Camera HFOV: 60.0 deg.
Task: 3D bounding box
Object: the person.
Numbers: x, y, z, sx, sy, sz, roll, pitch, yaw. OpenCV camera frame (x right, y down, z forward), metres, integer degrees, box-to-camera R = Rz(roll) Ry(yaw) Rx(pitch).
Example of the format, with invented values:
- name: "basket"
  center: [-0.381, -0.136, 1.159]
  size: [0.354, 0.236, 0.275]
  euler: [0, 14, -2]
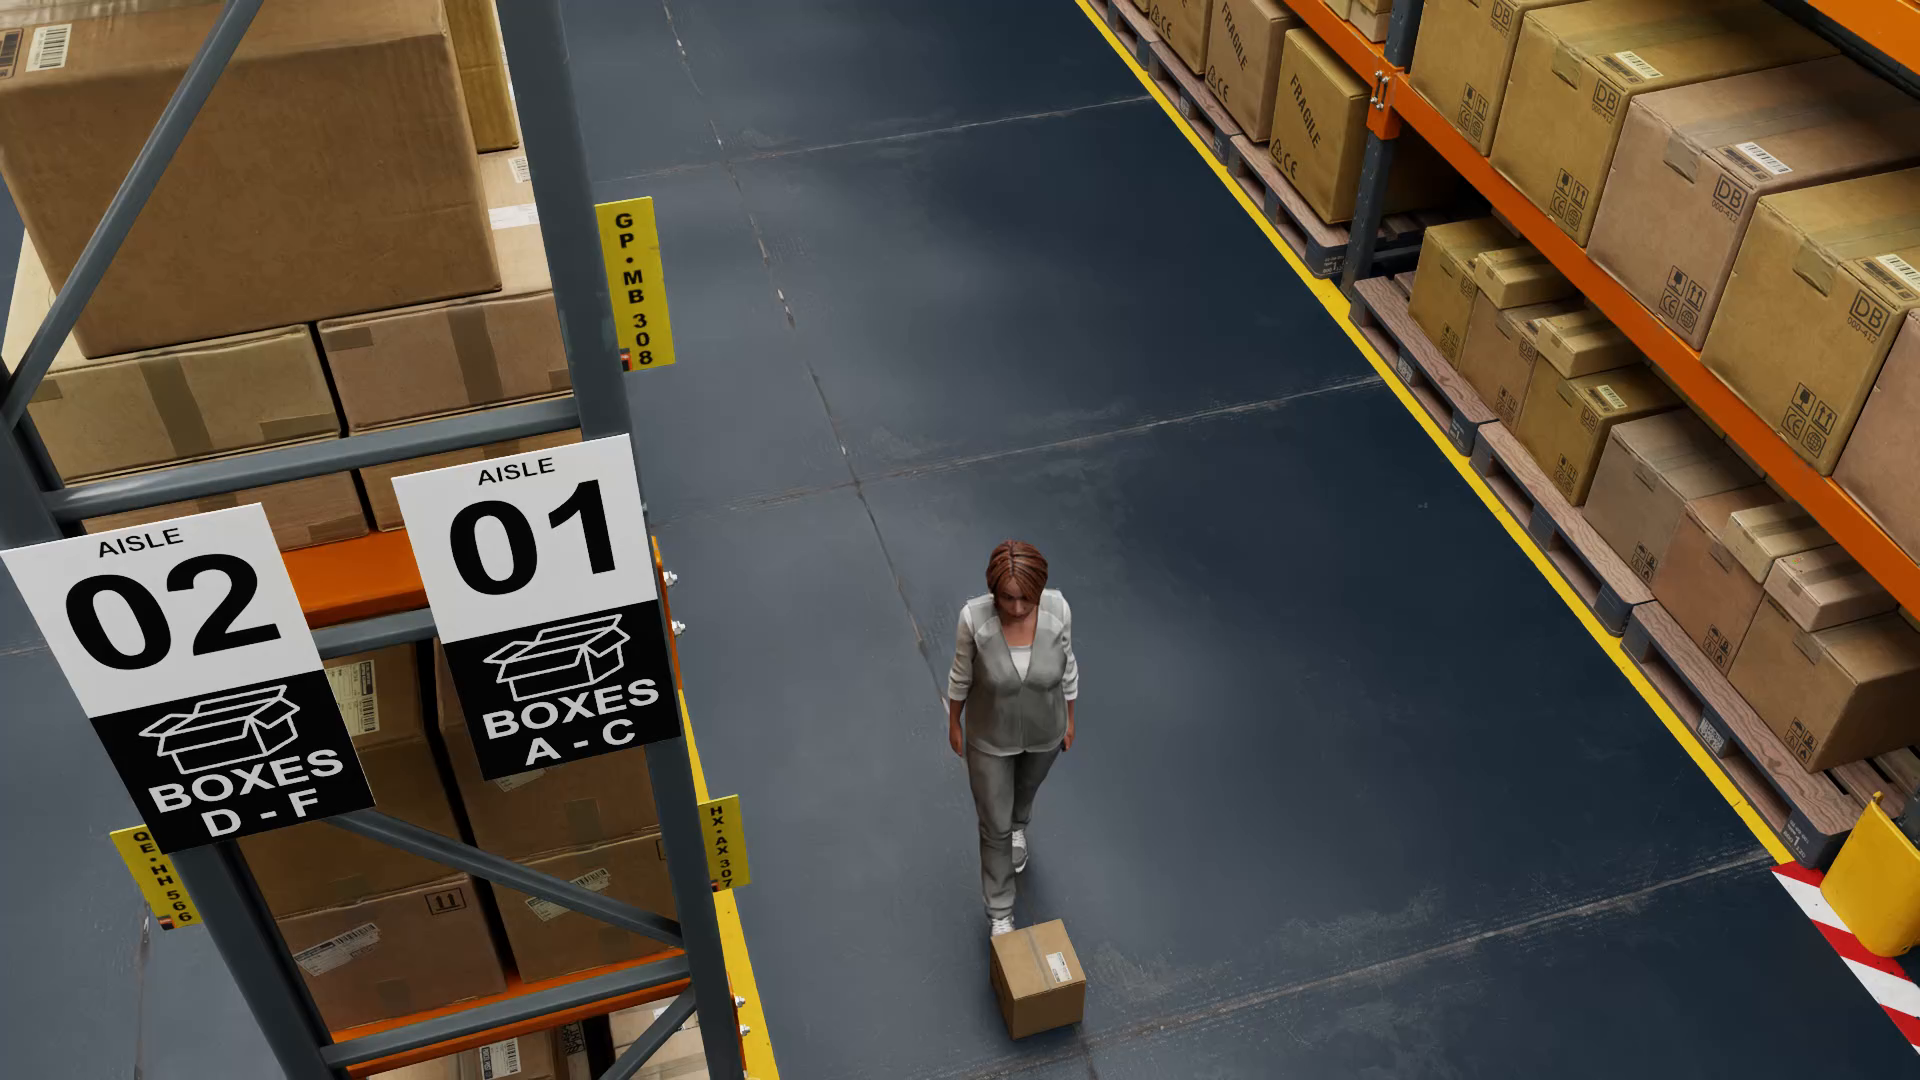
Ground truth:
- name: "person"
  center: [0.197, 0.674, 5.435]
  size: [0.426, 1.588, 0.679]
  euler: [-8, 43, -9]
